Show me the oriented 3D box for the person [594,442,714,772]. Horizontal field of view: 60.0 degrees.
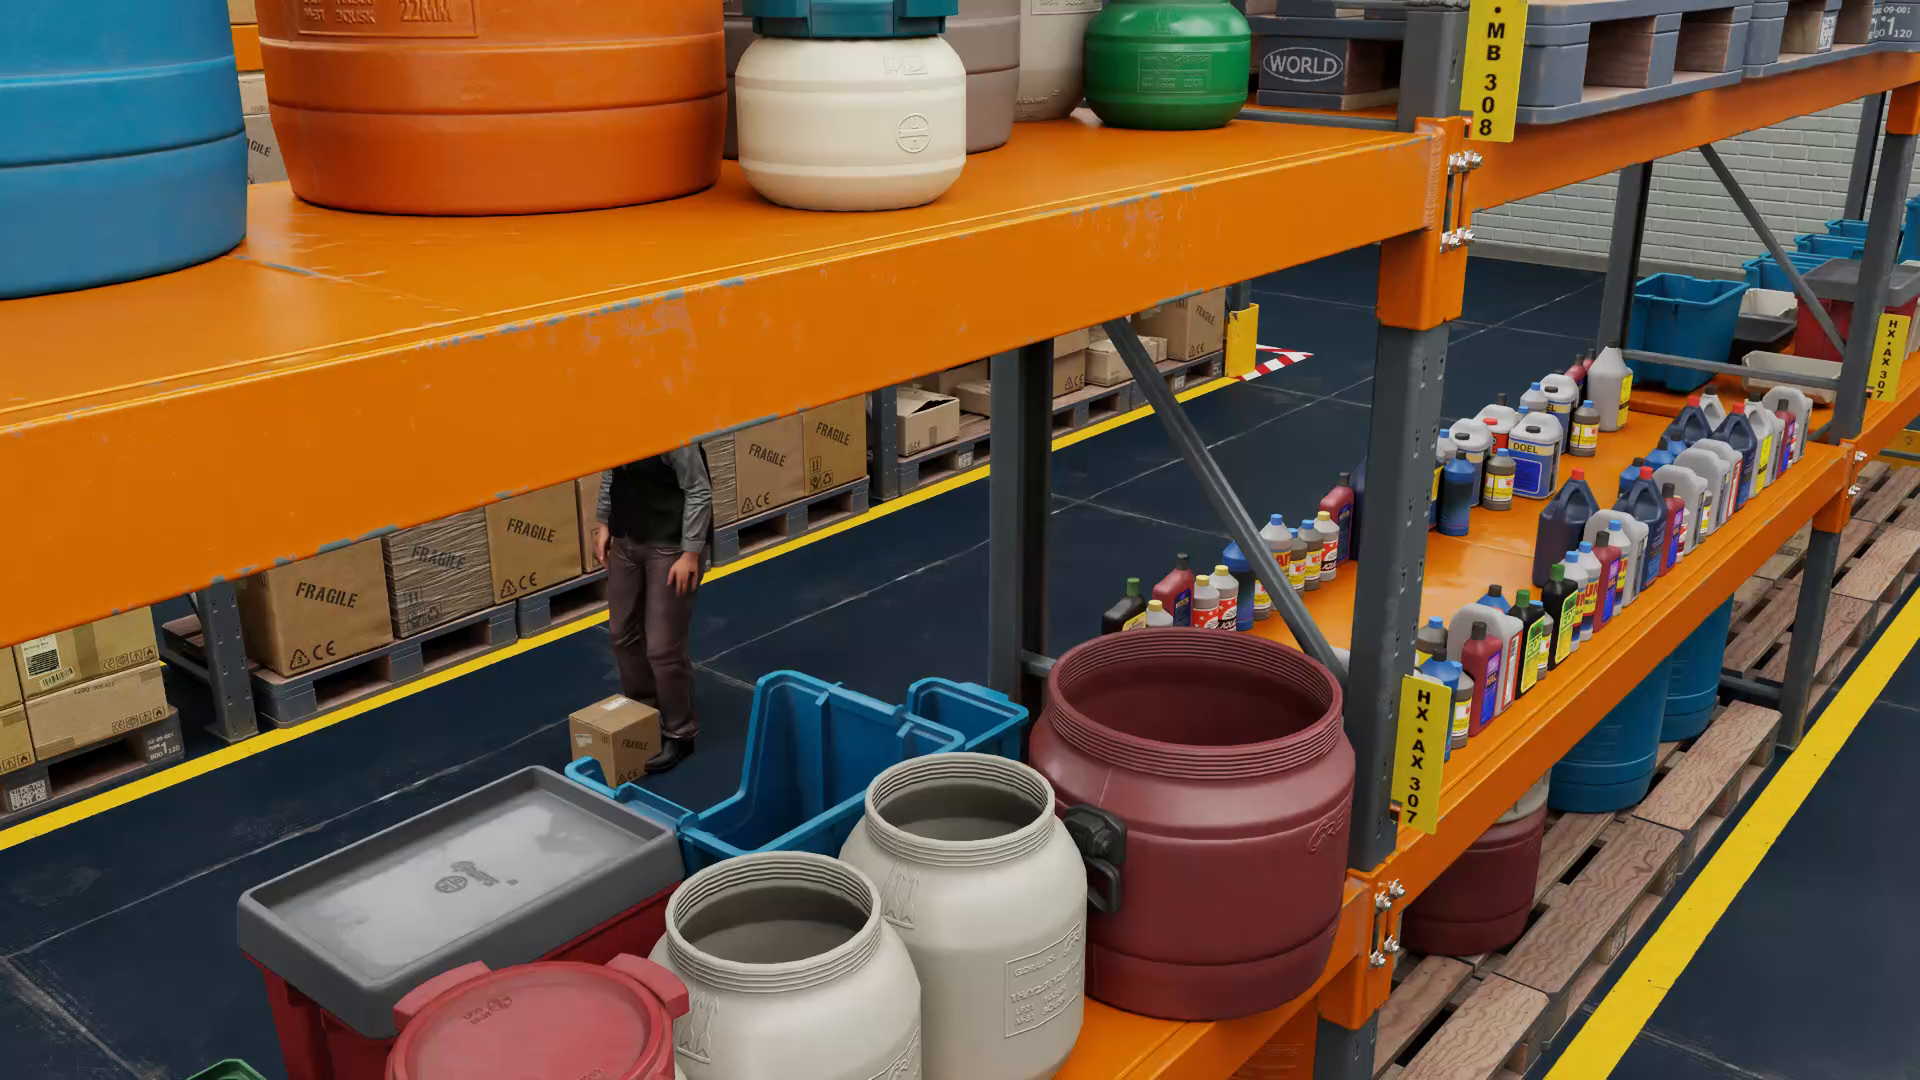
[{"bbox_3d":[-1.207,0.032,6.521,0.581,1.721,0.463,16,25,37],"label":"person"}]
